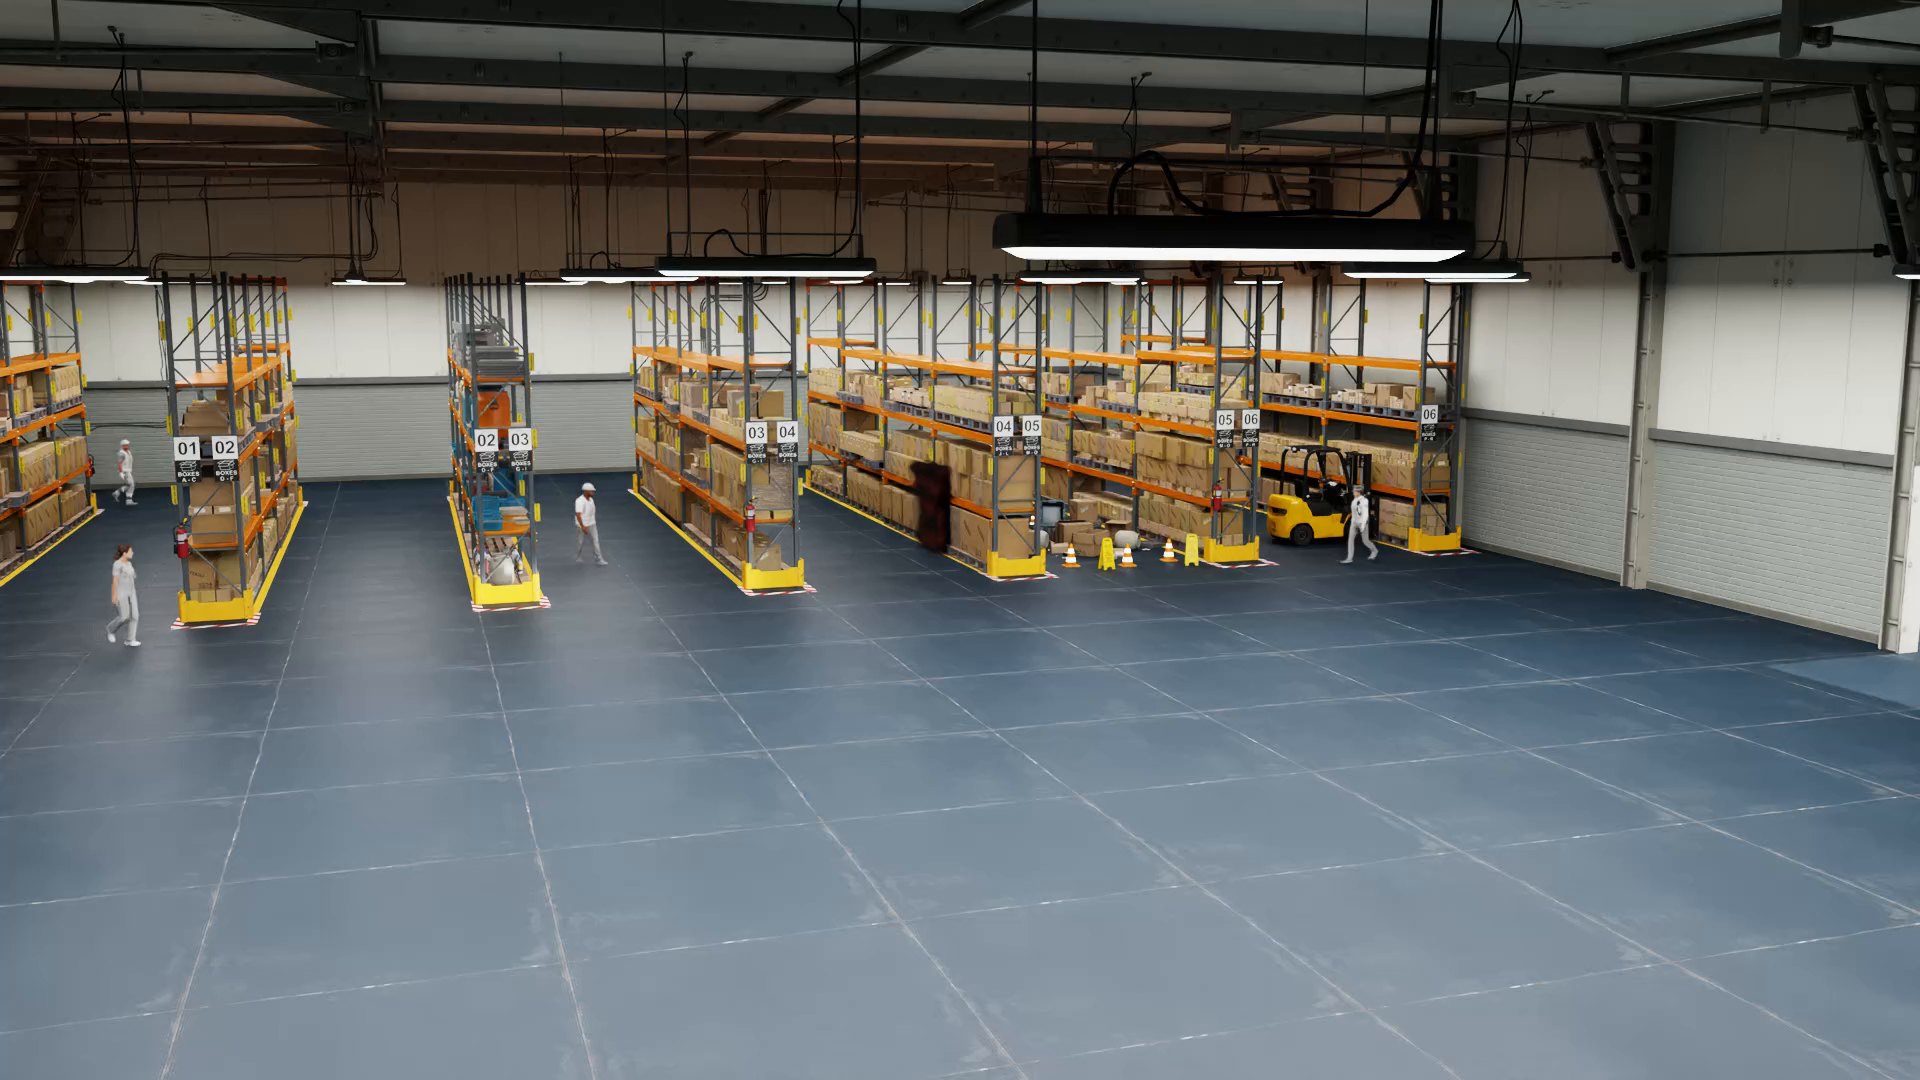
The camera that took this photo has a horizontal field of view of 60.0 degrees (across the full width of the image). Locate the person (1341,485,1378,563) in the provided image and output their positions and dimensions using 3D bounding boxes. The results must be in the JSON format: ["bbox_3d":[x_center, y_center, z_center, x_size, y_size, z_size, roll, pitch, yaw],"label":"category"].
[{"bbox_3d":[8.417,-0.343,34.868,0.888,1.636,0.451,-7,11,-38],"label":"person"}]

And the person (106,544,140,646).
[{"bbox_3d":[-13.475,0.881,26.711,0.549,1.657,0.480,3,9,22],"label":"person"}]

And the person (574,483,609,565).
[{"bbox_3d":[-7.731,-0.327,34.381,0.496,1.694,1.078,-7,11,-37],"label":"person"}]

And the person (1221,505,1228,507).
[{"bbox_3d":[6.312,-1.001,39.630,0.377,1.586,0.453,2,9,14],"label":"person"}]

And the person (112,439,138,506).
[{"bbox_3d":[-22.084,-1.779,43.875,0.655,1.757,0.611,-3,9,-16],"label":"person"}]
